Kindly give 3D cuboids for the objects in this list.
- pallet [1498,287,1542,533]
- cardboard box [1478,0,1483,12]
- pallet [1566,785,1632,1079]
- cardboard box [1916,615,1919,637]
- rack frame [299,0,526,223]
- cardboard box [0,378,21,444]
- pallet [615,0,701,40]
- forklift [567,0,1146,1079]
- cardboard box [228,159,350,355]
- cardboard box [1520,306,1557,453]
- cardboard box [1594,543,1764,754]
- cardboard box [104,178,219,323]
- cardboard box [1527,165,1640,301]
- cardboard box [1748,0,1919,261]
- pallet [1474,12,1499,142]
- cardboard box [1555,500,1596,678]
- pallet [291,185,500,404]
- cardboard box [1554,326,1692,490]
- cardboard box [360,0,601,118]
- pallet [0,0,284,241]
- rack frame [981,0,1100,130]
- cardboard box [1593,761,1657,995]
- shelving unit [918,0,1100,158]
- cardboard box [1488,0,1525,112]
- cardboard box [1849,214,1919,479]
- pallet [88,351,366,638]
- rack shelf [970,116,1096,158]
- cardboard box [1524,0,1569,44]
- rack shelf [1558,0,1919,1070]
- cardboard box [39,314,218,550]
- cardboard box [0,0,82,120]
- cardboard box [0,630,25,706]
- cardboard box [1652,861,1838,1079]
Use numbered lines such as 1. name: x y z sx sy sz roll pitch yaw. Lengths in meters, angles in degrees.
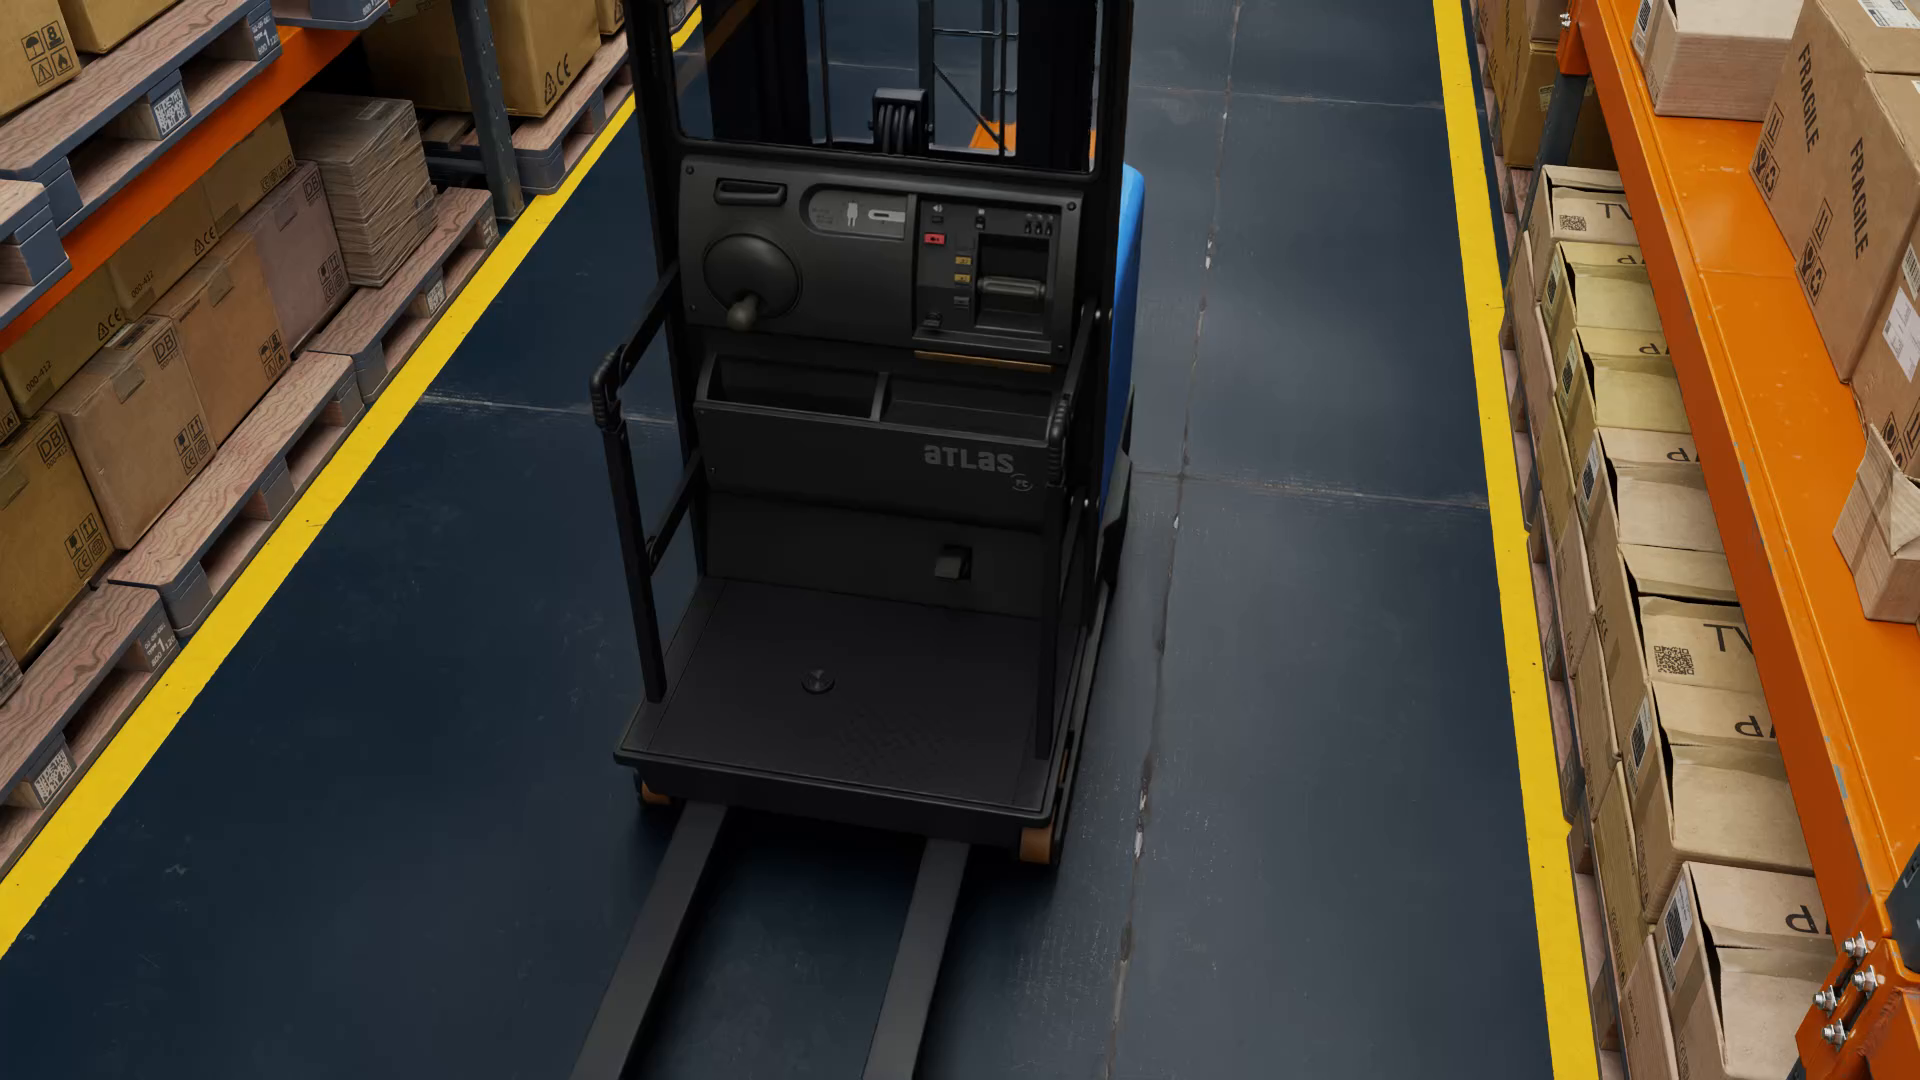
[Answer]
1. pallet: 2.388 -0.419 5.591 1.003 0.211 1.213 6 40 8
2. cardboard box: 2.762 -2.797 7.896 0.500 0.500 0.500 7 40 8
3. pallet: 1.966 1.112 3.739 1.003 0.211 1.213 6 40 8
4. cardboard box: 1.919 0.248 2.713 0.500 0.250 0.500 9 40 10
5. rack frame: -2.311 -2.550 5.980 1.000 3.000 0.127 6 40 8
6. cardboard box: -2.819 -0.275 4.257 0.500 0.250 0.500 6 40 7
7. pallet: -1.887 -2.725 8.380 1.003 0.211 1.213 6 40 8
8. forklift: -0.230 -0.563 3.631 1.130 2.935 3.031 7 40 9
9. cardboard box: -2.588 -0.988 5.708 0.700 0.500 0.500 6 40 8
10. cardboard box: 2.103 -0.496 5.325 0.500 0.250 0.500 5 40 6
11. cardboard box: 1.837 0.260 3.970 0.500 0.311 0.500 6 40 8
12. cardboard box: -2.628 -0.913 5.029 0.500 0.250 0.500 6 40 7
13. cardboard box: 2.189 -1.028 5.528 0.500 0.311 0.500 8 40 9
14. cardboard box: 2.295 -0.990 4.015 0.500 0.500 0.500 4 40 5
15. pallet: 2.949 -2.159 7.696 1.003 0.211 1.213 6 40 8
16. cardboard box: 1.930 0.152 4.540 0.500 0.250 0.500 7 40 9
17. pallet: -2.447 -0.985 6.276 1.003 0.211 1.213 6 40 8
18. cardboard box: 2.016 -0.378 4.741 0.500 0.311 0.500 5 40 6
19. cardboard box: -2.054 -2.330 7.072 0.750 0.750 0.750 6 40 7
20. pallet: -2.613 -1.229 4.533 1.003 0.211 1.213 6 40 8
21. rack frame: 0.326 -1.605 6.015 0.500 1.500 0.032 7 40 9
22. cardboard box: 1.752 0.793 3.766 0.500 0.250 0.500 6 40 7
23. shelving unit: 0.228 -1.293 5.637 0.587 1.500 1.083 7 40 9
24. cardboard box: 2.589 -2.150 7.113 0.500 0.500 0.500 5 40 6
25. cardboard box: 2.117 -0.345 3.235 0.500 0.500 0.500 9 40 11
26. pallet: -2.661 -0.222 5.352 1.003 0.211 1.213 6 40 8
27. rack shelf: 0.227 -1.149 5.745 0.538 0.185 1.000 7 40 9
28. cardboard box: 2.505 -2.150 6.524 0.500 0.250 0.500 8 40 9
29. rack shelf: 2.223 -0.474 4.033 1.077 0.370 4.000 6 40 8
30. cardboard box: -2.724 -0.355 4.942 0.700 0.500 0.500 7 40 8
31. cardboard box: -2.694 -1.330 4.081 0.700 0.500 0.500 12 41 14
32. cardboard box: -2.892 0.290 4.161 0.700 0.500 0.500 8 40 9
33. cardboard box: 1.664 0.900 3.195 0.500 0.311 0.500 6 40 8
